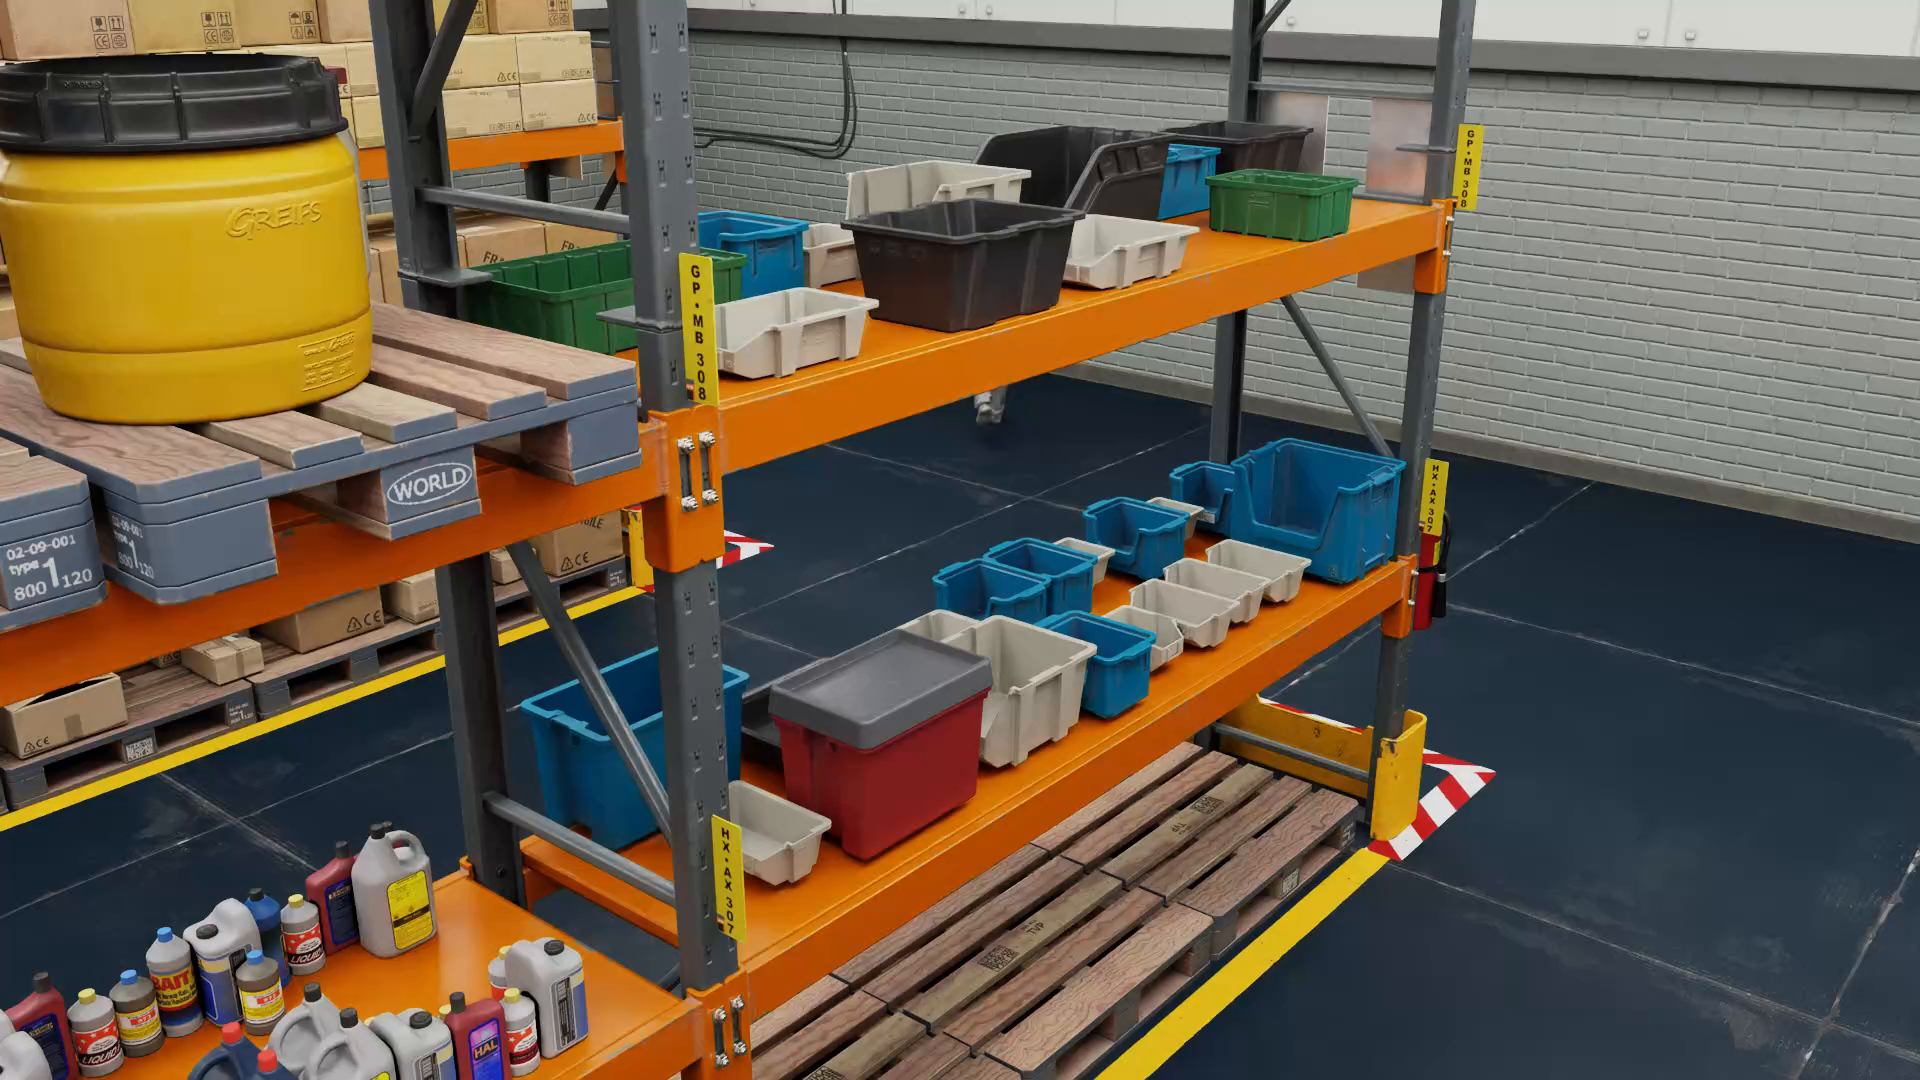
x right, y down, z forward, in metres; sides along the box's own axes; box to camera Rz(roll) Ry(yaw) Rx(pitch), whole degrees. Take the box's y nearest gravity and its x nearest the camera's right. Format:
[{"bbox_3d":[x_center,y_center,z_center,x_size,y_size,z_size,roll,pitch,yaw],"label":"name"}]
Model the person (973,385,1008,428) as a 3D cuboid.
[{"bbox_3d":[0.270,-1.740,13.301,0.566,1.751,0.804,-3,20,-8],"label":"person"}]
